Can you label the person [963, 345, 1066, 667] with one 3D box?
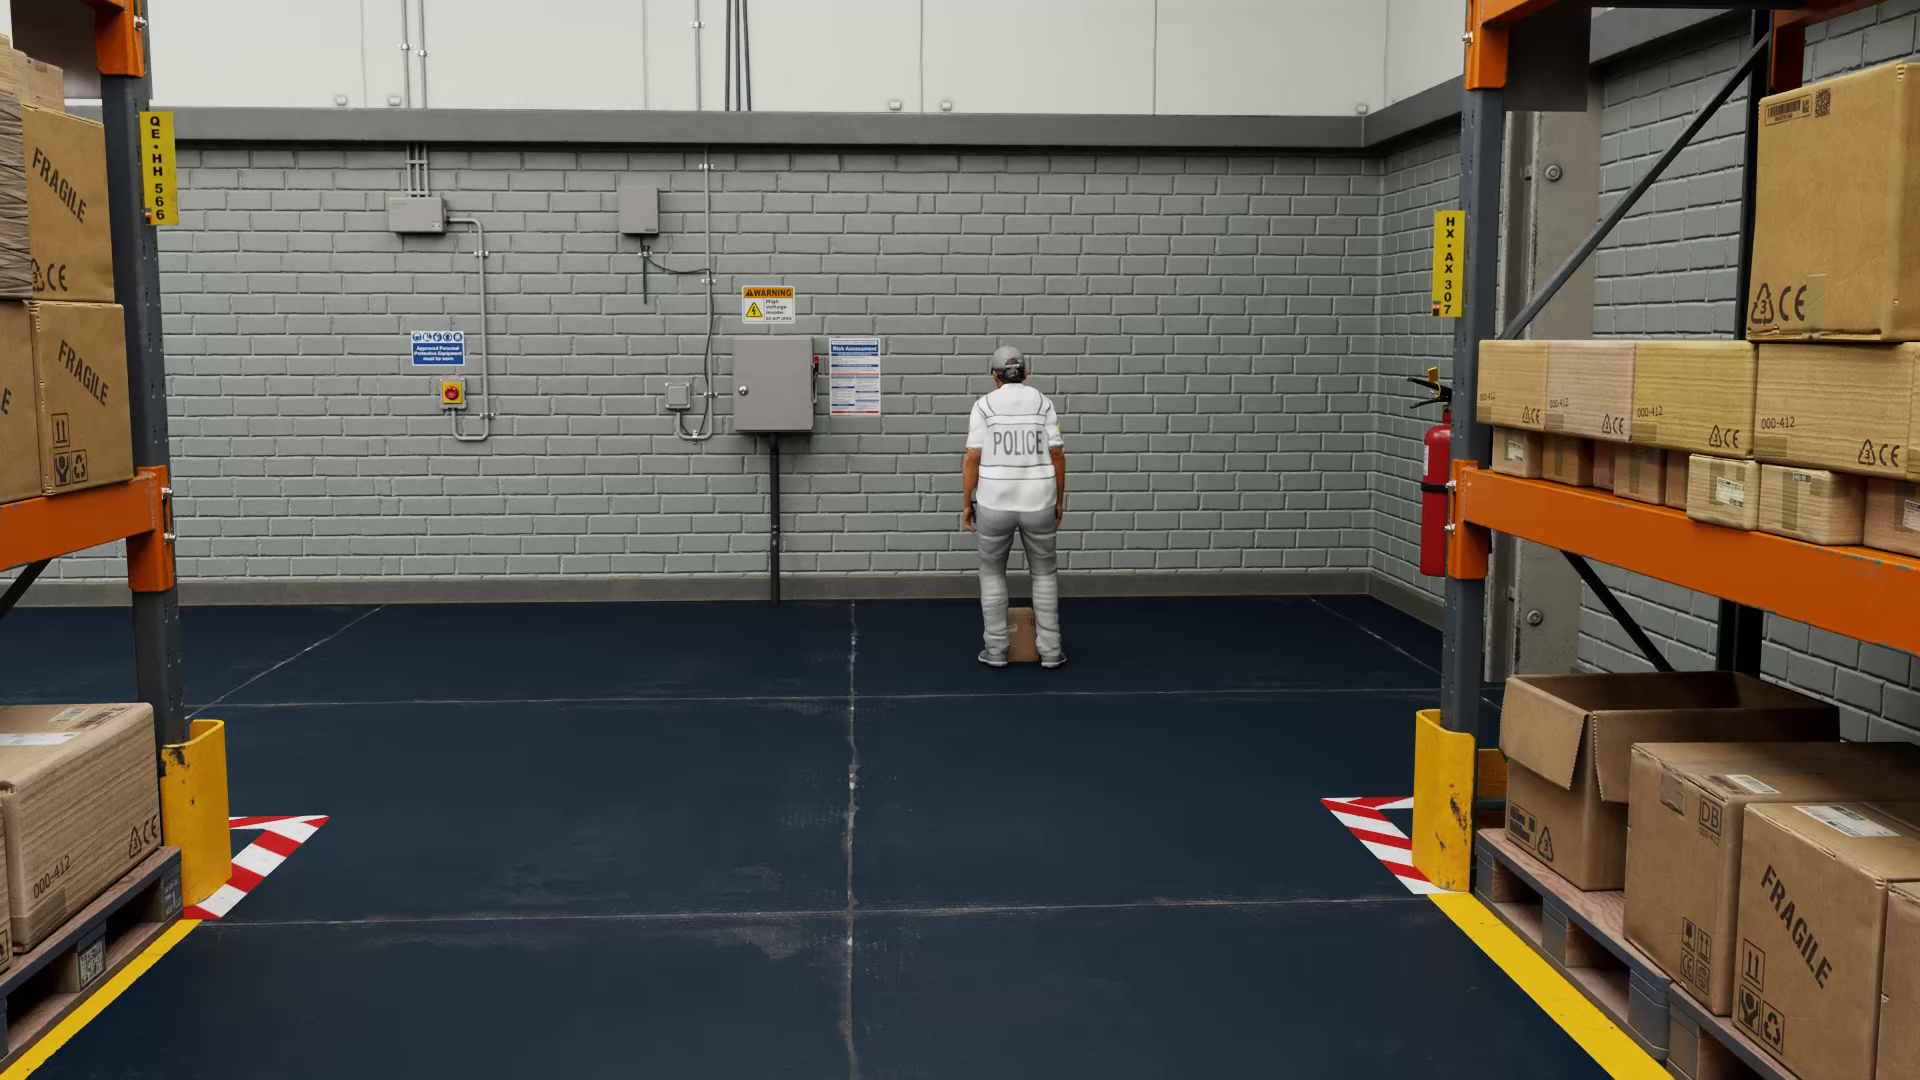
[{"bbox_3d":[0.291,-0.170,8.608,0.562,1.667,0.463,-1,7,-6],"label":"person"}]
